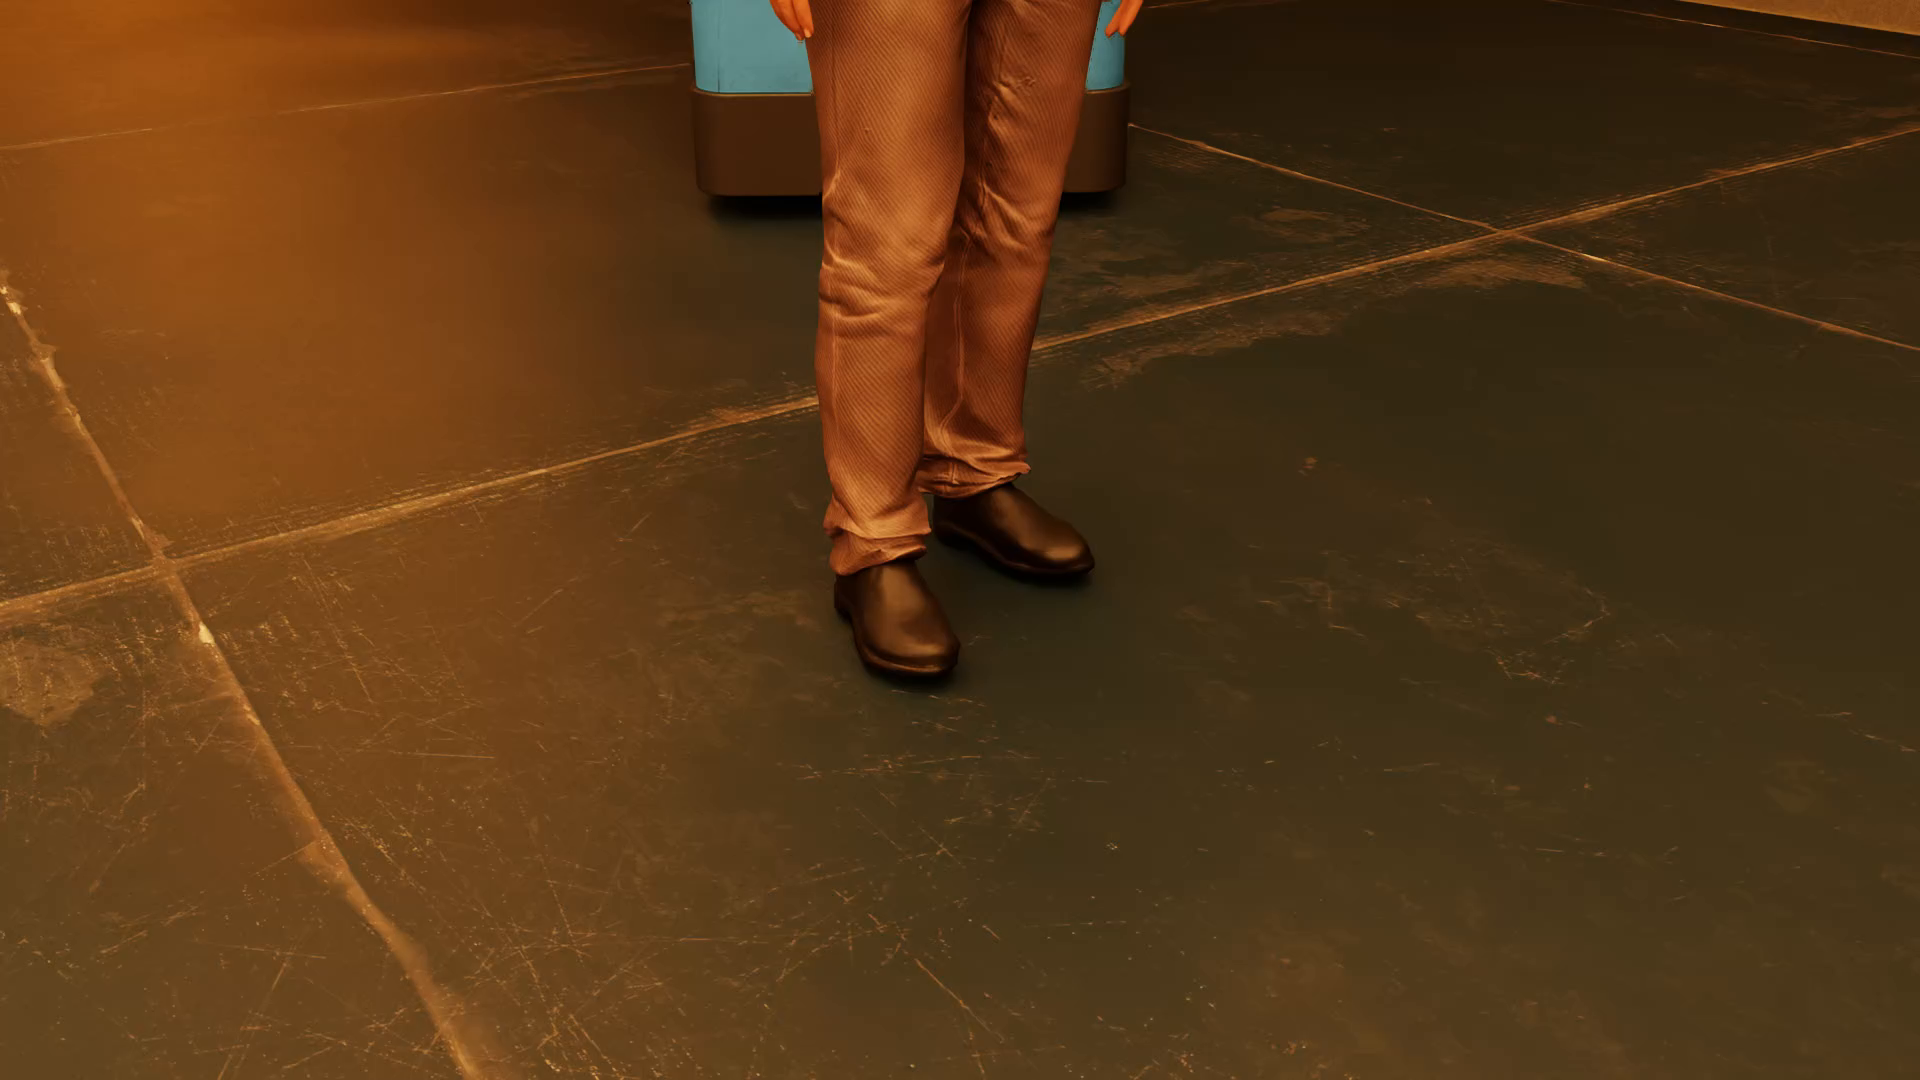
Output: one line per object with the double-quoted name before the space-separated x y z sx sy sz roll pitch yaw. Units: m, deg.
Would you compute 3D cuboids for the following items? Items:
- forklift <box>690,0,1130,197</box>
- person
"forklift" -0.174 -2.752 4.718 1.130 2.935 3.031 -1 27 -2
"person" 0.028 -0.751 2.061 0.632 1.720 0.568 -17 31 -31
